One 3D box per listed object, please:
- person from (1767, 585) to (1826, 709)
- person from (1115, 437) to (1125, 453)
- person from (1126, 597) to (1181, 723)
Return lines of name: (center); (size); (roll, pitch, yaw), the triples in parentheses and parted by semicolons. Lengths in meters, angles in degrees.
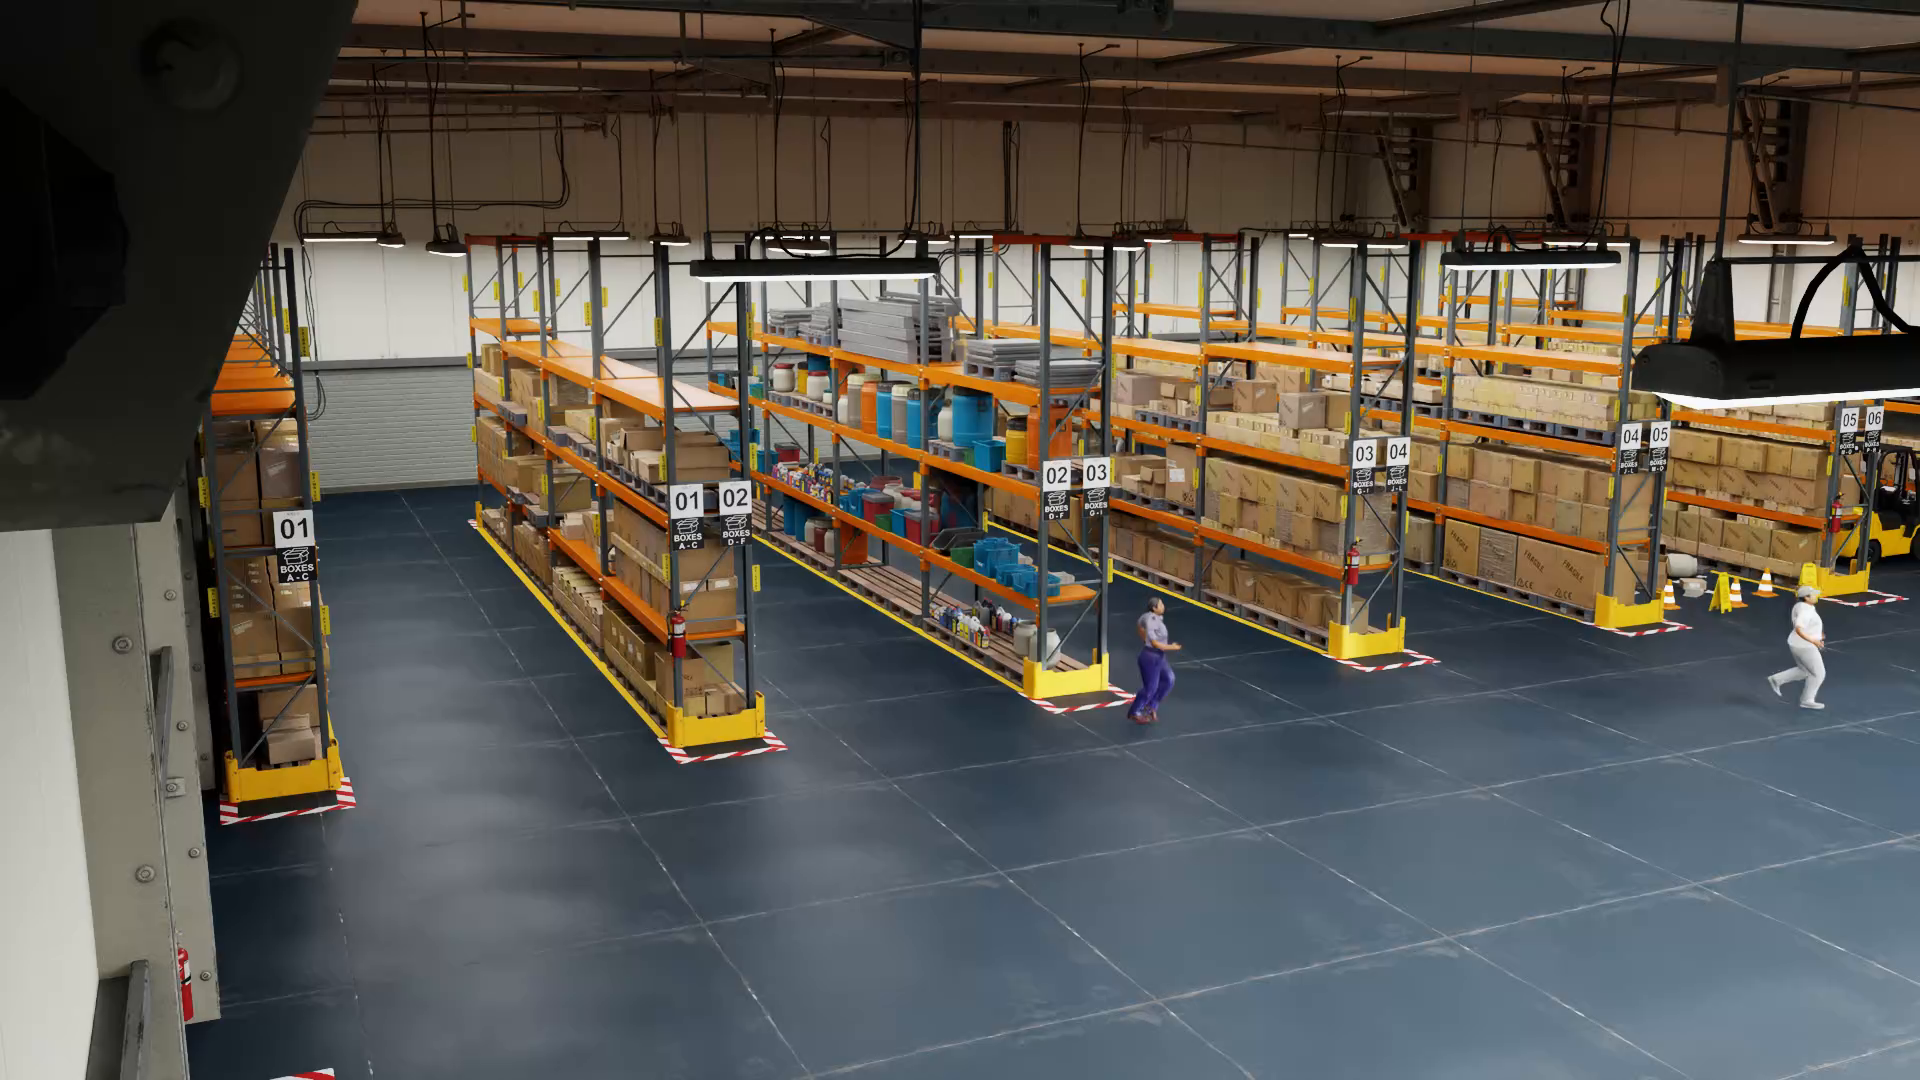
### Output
person: (10.982, 1.388, 21.716); (0.687, 1.621, 0.613); (3, 11, 16)
person: (4.114, -2.600, 42.018); (0.931, 1.711, 0.715); (-4, 12, -19)
person: (2.460, 1.529, 21.045); (0.671, 1.676, 0.628); (2, 11, 9)
